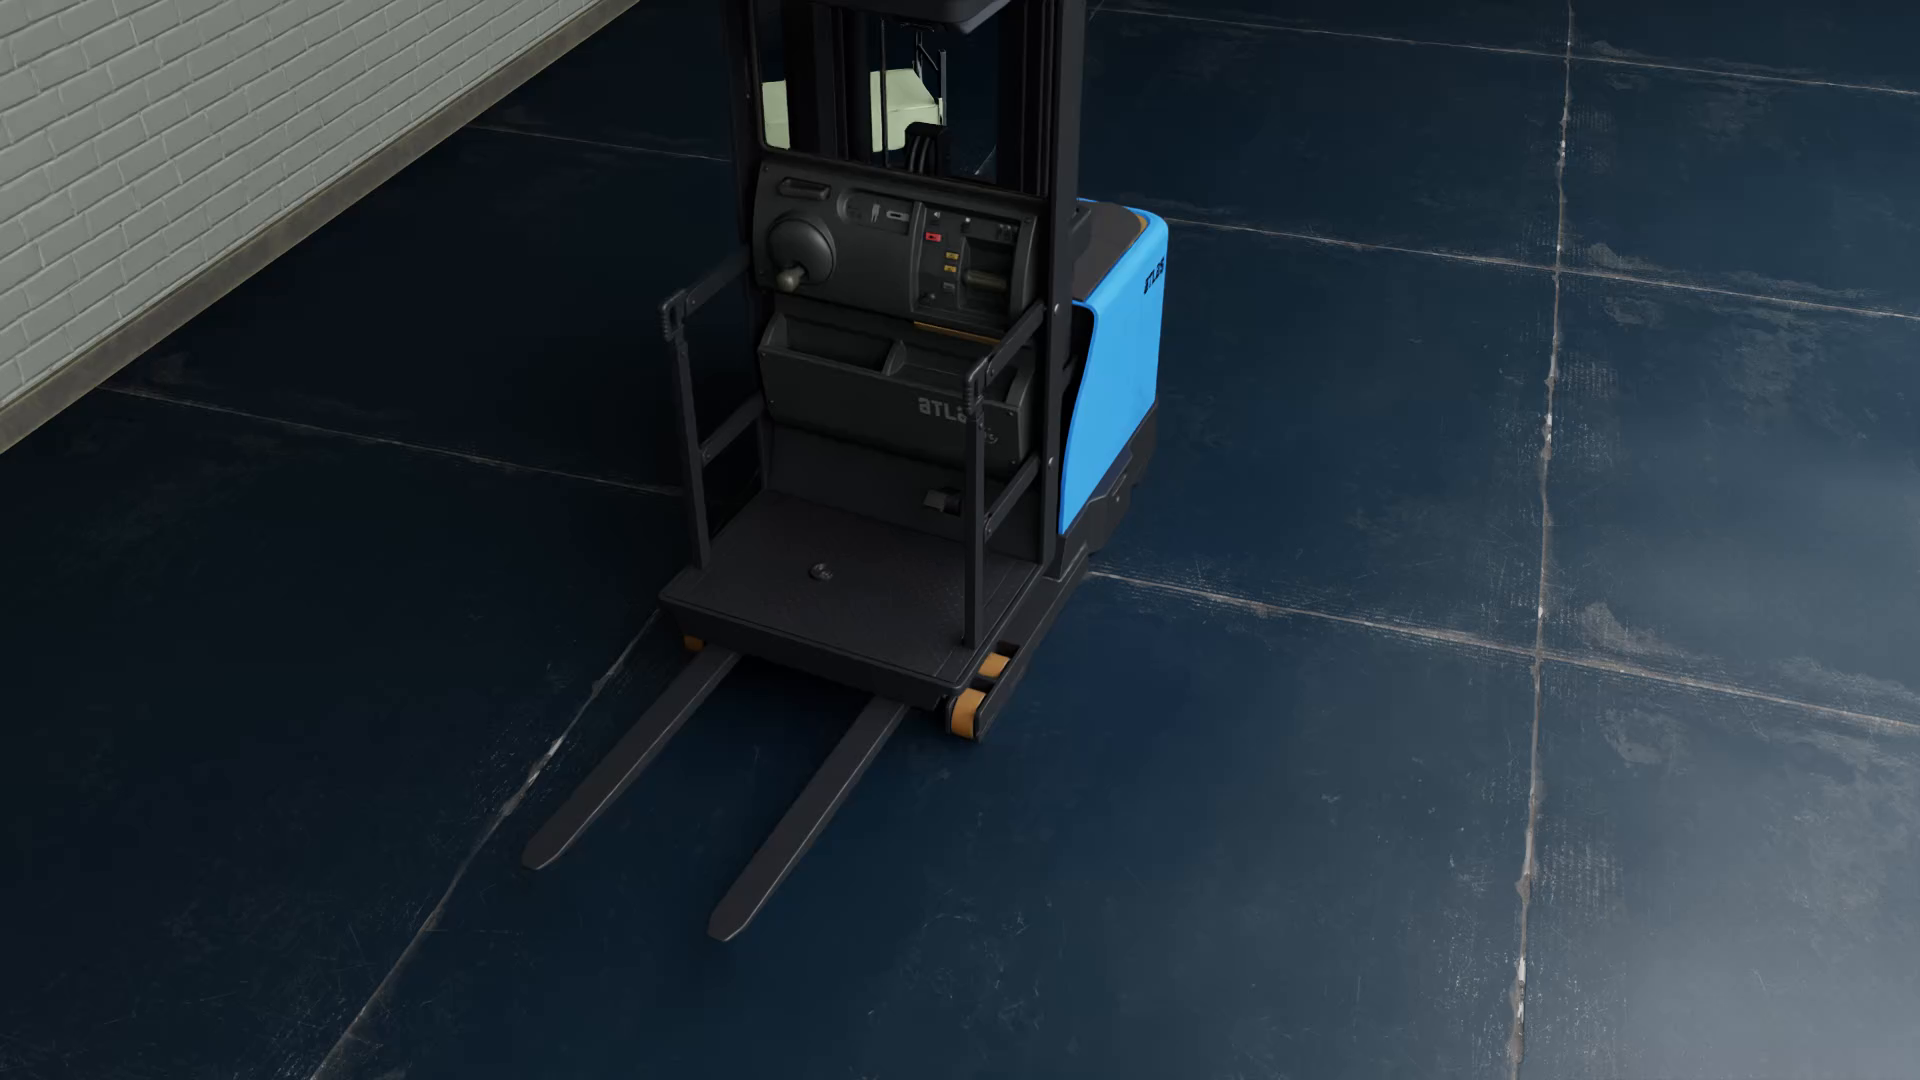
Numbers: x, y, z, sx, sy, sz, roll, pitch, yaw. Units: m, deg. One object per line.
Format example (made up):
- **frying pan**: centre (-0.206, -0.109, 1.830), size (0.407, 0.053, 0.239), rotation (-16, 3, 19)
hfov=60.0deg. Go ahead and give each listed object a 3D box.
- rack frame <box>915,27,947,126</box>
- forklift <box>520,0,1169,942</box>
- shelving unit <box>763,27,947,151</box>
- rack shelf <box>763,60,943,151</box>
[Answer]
- **rack frame**: centre (-0.114, -1.325, 6.785), size (0.023, 1.500, 0.400), rotation (-9, 37, -13)
- **forklift**: centre (-0.298, -0.830, 4.905), size (1.130, 2.935, 3.031), rotation (15, 39, 20)
- **shelving unit**: centre (-0.466, -1.267, 6.706), size (0.755, 1.500, 0.431), rotation (-9, 37, -13)
- **rack shelf**: centre (-0.466, -1.581, 6.474), size (0.720, 0.370, 0.431), rotation (-9, 37, -13)
